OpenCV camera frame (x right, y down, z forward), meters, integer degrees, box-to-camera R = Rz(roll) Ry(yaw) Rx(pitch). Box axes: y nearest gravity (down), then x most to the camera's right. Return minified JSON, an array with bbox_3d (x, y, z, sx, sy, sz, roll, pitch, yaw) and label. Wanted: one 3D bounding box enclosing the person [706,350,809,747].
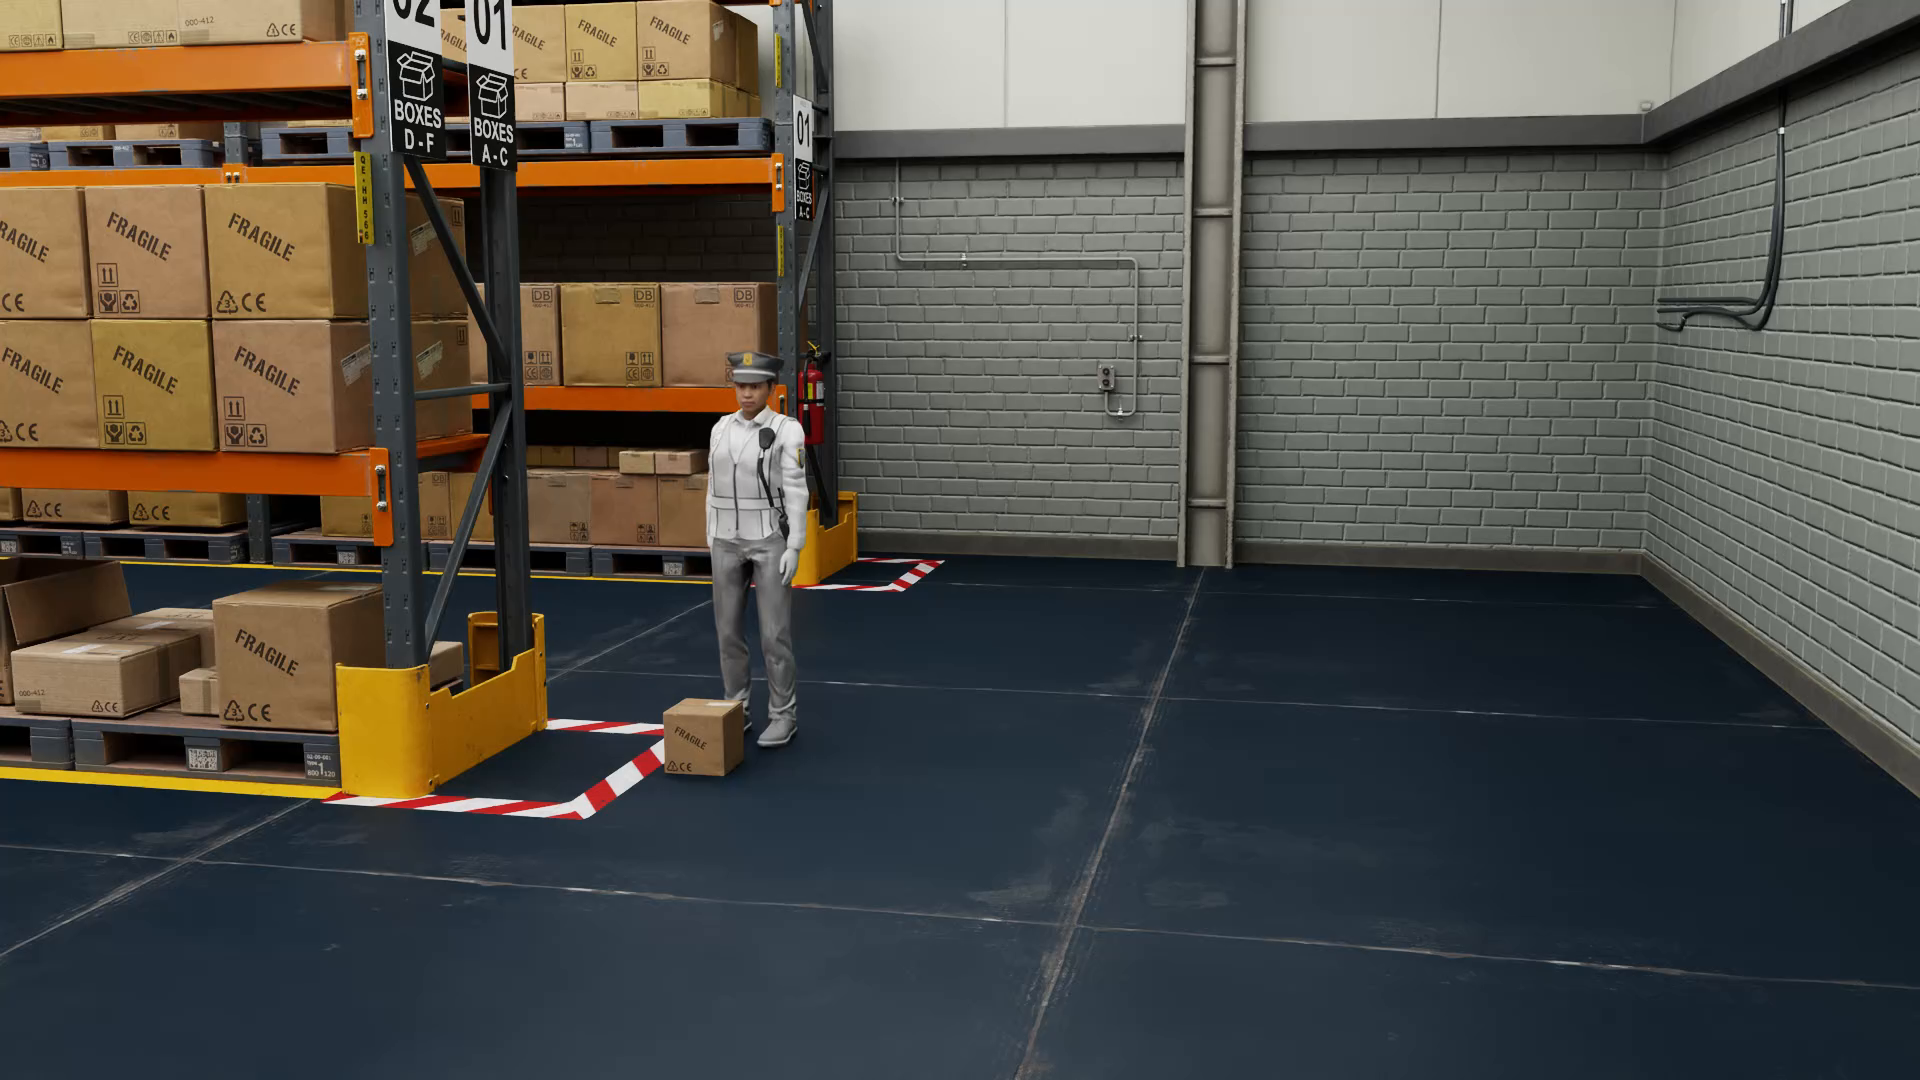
[{"bbox_3d":[-0.873,0.034,7.063,0.467,1.672,0.332,3,9,19],"label":"person"}]
